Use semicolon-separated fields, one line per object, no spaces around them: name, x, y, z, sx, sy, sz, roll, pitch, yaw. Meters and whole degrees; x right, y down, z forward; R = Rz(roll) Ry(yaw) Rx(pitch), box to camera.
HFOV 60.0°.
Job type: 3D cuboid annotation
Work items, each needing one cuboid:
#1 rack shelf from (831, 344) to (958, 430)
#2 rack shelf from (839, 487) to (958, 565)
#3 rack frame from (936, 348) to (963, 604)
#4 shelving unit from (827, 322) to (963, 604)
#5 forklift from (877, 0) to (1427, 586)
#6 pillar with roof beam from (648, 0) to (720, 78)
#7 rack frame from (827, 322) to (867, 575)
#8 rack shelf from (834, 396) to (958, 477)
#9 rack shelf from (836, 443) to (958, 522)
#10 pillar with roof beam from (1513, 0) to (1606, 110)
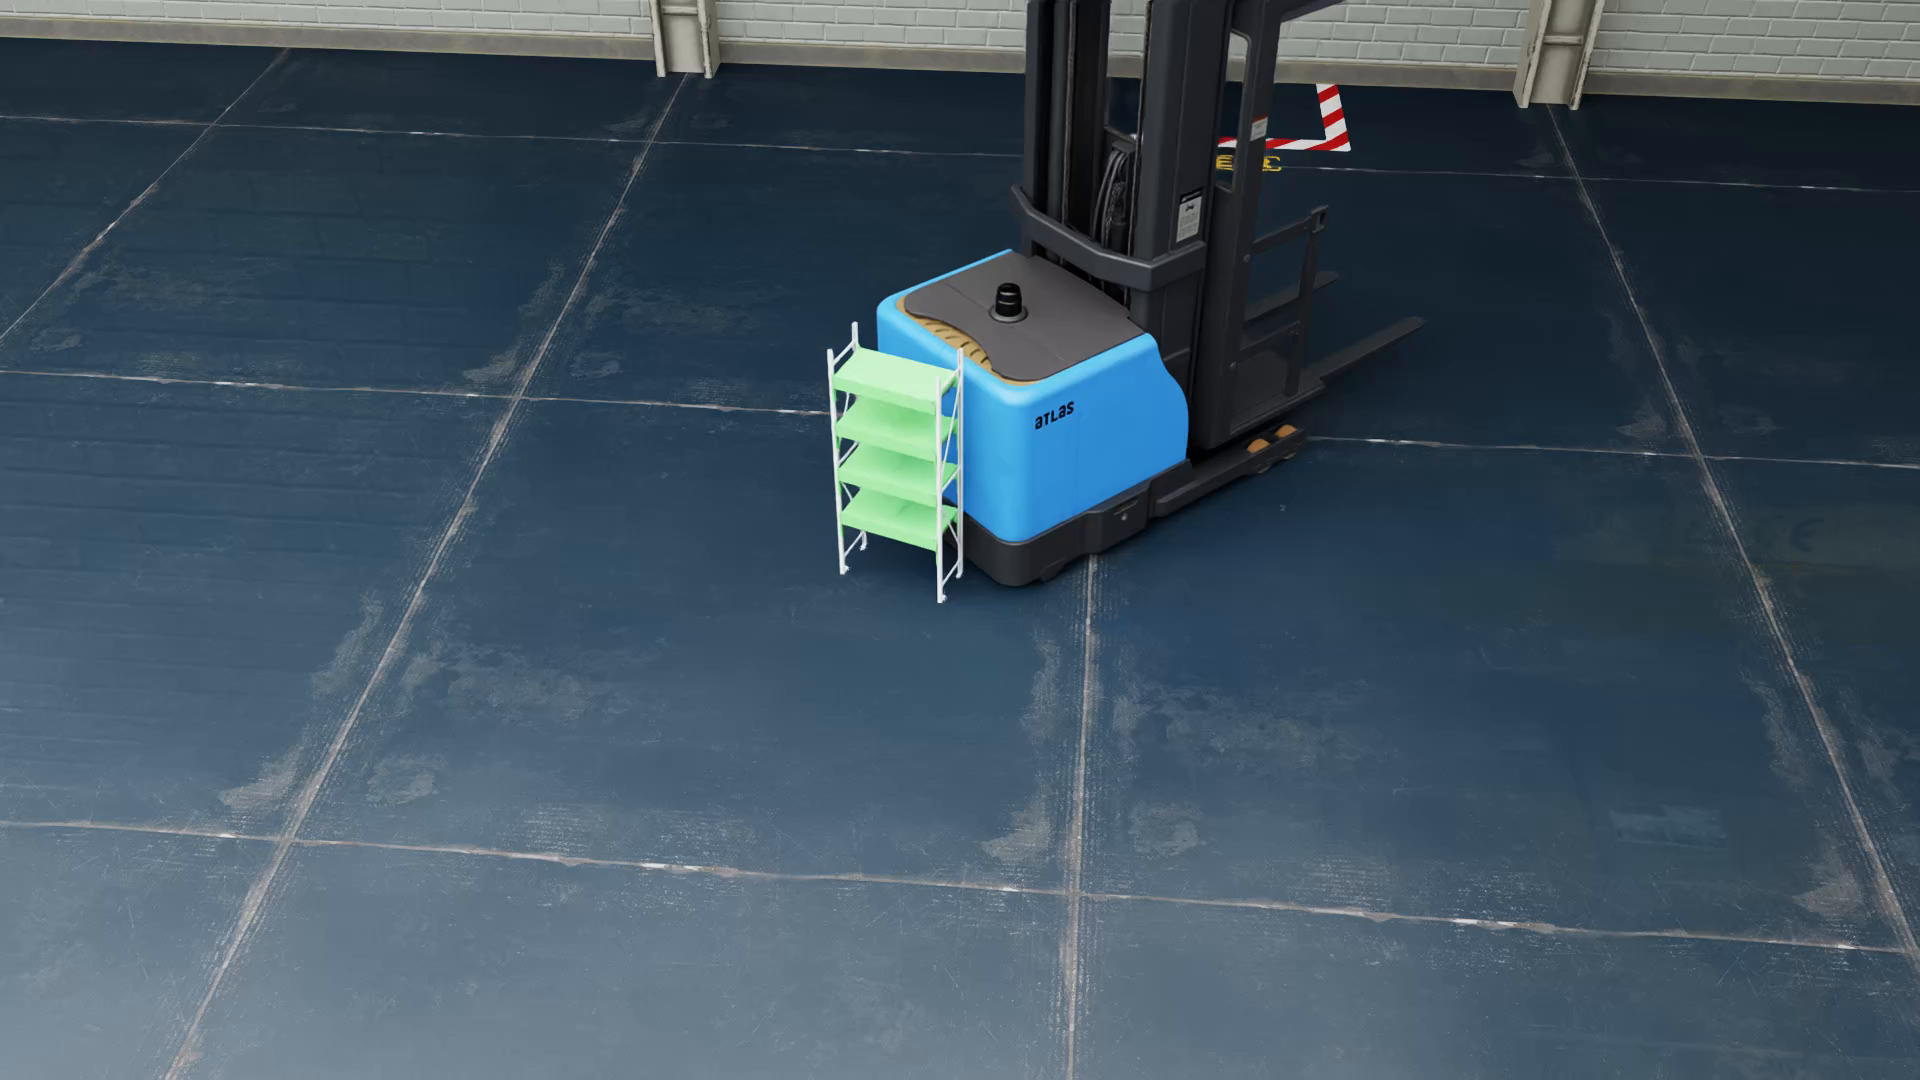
rack shelf;-0.265;-0.638;6.924;0.480;0.148;0.258;16;42;19
rack shelf;-0.265;-0.080;7.379;0.480;0.148;0.258;16;42;19
rack frame;-0.042;-0.252;7.109;0.015;1.200;0.240;16;42;19
shelving unit;-0.265;-0.315;7.187;0.503;1.200;0.258;16;42;19
forklift;1.085;-1.701;7.518;3.031;2.935;1.130;-27;46;-29
pillar with roof beam;-2.307;-4.156;5.728;0.400;9.000;9.100;3;39;4
rack frame;-0.487;-0.379;7.265;0.015;1.200;0.240;16;42;19
rack shelf;-0.265;-0.452;7.076;0.480;0.148;0.258;16;42;19
rack shelf;-0.265;-0.266;7.227;0.480;0.148;0.258;16;42;19
pillar with roof beam;3.671;-3.830;5.326;0.400;9.000;9.100;3;39;4
